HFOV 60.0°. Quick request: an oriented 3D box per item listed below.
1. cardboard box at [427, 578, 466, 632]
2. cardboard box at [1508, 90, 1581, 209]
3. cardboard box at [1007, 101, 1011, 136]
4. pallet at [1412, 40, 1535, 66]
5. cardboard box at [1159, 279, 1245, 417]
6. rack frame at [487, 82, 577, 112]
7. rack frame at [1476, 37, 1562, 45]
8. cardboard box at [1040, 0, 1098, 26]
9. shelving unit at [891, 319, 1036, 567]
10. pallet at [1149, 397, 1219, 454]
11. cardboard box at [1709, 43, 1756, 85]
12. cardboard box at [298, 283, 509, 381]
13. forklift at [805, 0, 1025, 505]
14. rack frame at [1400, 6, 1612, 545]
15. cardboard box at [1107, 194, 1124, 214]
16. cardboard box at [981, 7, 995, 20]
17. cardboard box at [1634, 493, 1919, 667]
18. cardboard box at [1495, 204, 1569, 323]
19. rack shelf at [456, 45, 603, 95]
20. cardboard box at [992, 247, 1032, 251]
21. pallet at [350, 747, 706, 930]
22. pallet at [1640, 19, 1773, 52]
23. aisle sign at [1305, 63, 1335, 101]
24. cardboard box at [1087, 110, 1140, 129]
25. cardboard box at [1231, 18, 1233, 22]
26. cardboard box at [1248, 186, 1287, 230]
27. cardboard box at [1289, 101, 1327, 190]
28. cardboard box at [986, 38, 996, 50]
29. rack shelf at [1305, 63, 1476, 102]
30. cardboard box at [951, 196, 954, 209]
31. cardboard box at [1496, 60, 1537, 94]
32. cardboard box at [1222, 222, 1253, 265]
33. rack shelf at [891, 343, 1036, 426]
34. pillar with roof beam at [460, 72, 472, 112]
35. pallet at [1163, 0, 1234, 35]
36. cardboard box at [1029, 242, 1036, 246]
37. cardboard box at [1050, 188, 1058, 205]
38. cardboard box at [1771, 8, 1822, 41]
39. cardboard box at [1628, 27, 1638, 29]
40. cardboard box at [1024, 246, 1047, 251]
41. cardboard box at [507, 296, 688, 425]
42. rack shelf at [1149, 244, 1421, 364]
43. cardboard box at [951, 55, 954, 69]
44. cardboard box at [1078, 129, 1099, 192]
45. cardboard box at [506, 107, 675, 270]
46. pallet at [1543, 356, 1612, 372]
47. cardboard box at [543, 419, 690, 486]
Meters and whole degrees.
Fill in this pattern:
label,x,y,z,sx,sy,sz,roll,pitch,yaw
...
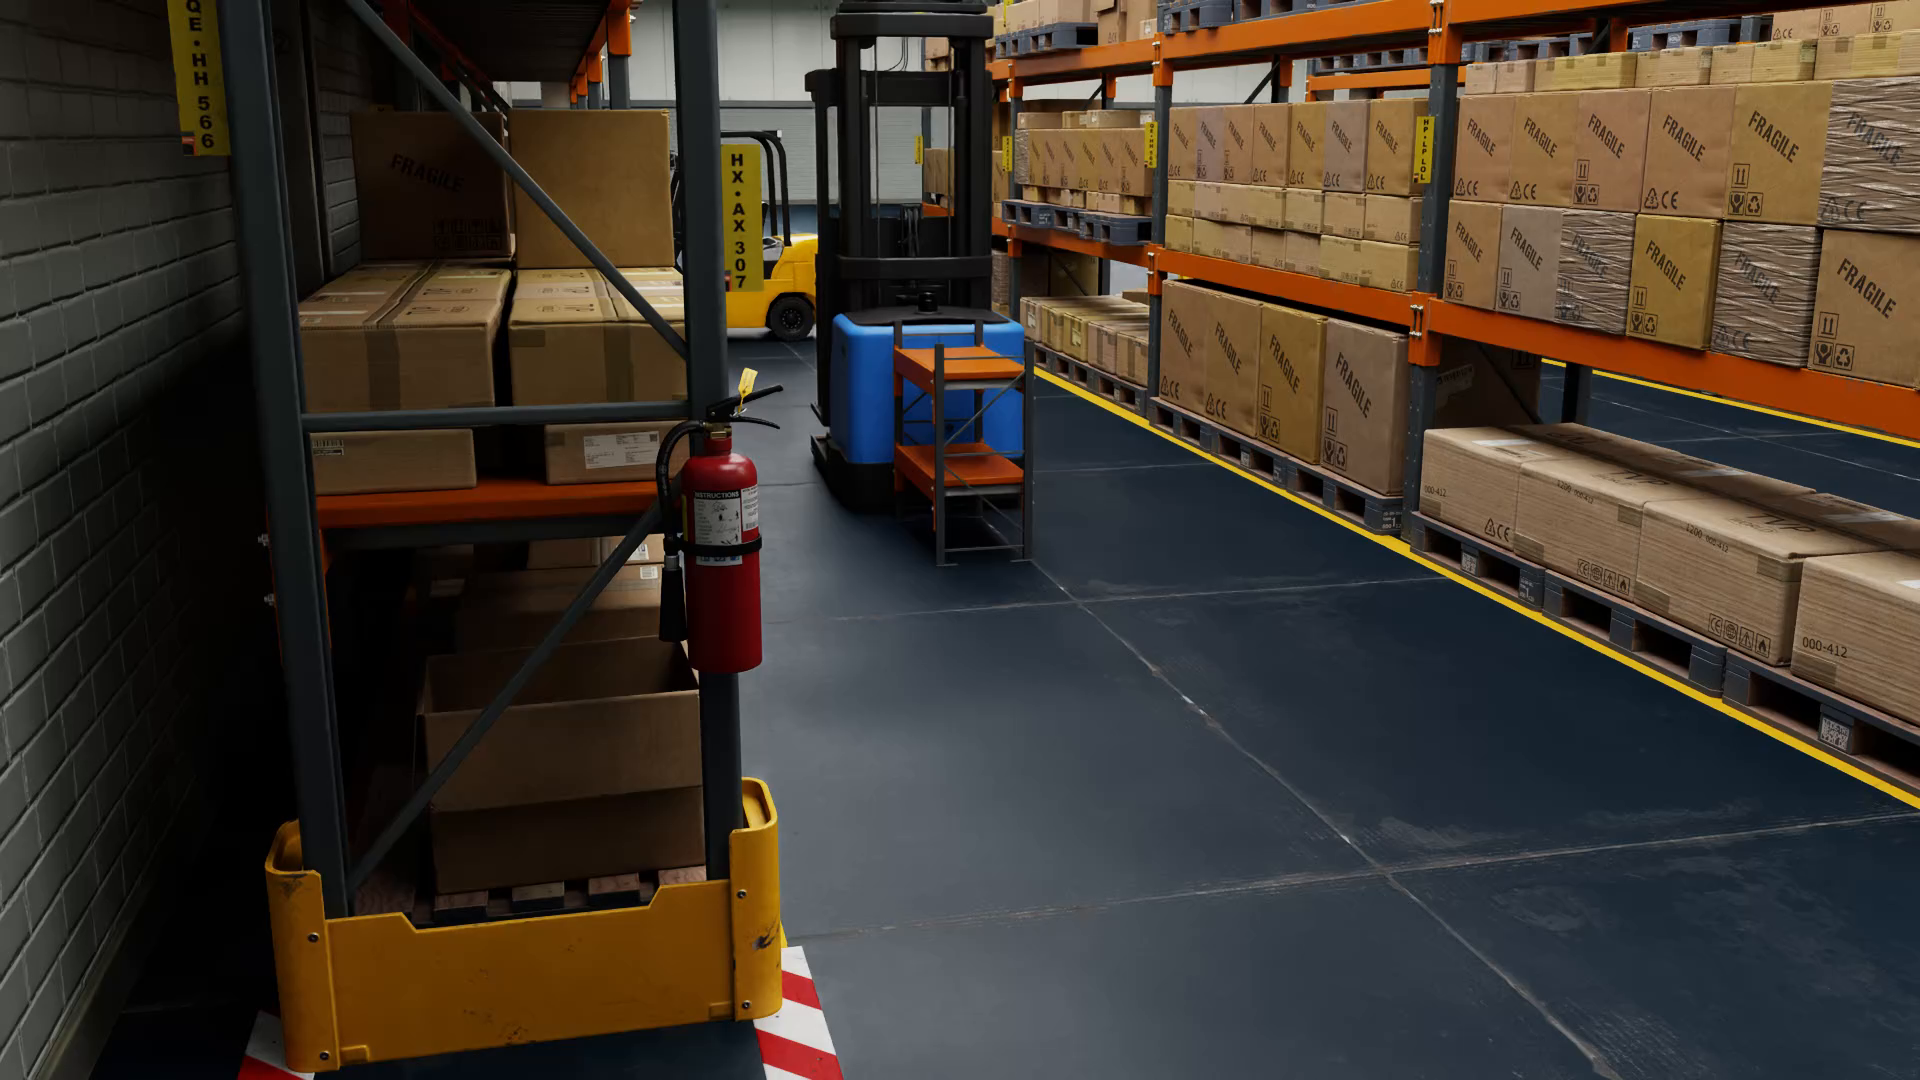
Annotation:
label,x,y,z,sx,sy,sz,roll,pitch,yaw
cardboard box,-1.934,0.253,6.693,0.380,0.149,0.250,-3,14,-14
cardboard box,2.851,-1.765,7.514,0.500,0.500,0.500,-3,14,-14
cardboard box,0.901,-4.345,17.448,0.700,0.500,0.500,-4,14,-14
pallet,5.589,-5.219,17.836,1.003,0.211,1.213,-3,14,-13
cardboard box,2.004,-1.402,11.936,0.875,0.875,0.875,-3,14,-14
rack frame,-4.780,-3.962,18.823,1.000,3.000,0.127,-3,14,-13
rack frame,5.771,-6.530,16.694,1.000,3.000,0.127,-3,14,-13
cardboard box,0.991,-4.516,14.201,0.500,0.250,0.500,-3,14,-14
shelving unit,0.002,-0.545,8.787,0.538,1.125,1.048,-3,14,-13
pallet,2.035,-0.853,11.974,1.003,0.211,1.213,-3,14,-13
cardboard box,3.127,-1.822,6.381,0.380,0.149,0.250,-3,14,-11
cardboard box,-1.508,-0.553,4.558,0.500,0.250,0.500,-3,14,-13
forklift,-0.388,-1.923,10.624,1.130,2.935,3.031,-3,14,-10
rack frame,2.862,-1.471,8.628,1.000,3.000,0.127,-3,14,-13
cardboard box,1.381,-2.652,13.105,0.380,0.149,0.250,-3,14,-14
cardboard box,0.399,-5.273,16.720,0.380,0.149,0.250,-3,14,-12
cardboard box,3.327,0.135,6.567,0.875,0.438,0.875,-3,14,-12
cardboard box,2.832,-1.280,7.637,0.500,0.500,0.500,-3,14,-13
rack shelf,-3.371,-3.685,12.887,1.077,0.370,4.000,-3,14,-13
cardboard box,0.463,-2.788,17.346,0.500,0.500,0.500,-3,14,-12
pallet,-1.228,0.883,4.870,1.003,0.211,1.213,-3,14,-13
pallet,6.508,-4.204,13.892,1.213,0.211,1.003,-3,14,-11
aisle sign,4.524,-5.801,20.873,0.394,0.787,0.004,-3,14,-13
cardboard box,1.265,-3.468,13.711,0.380,0.149,0.250,-4,14,-16
cardboard box,2.014,-3.811,12.415,0.380,0.149,0.250,-3,14,-13
cardboard box,2.134,-2.080,10.385,0.500,0.250,0.500,-3,14,-12
cardboard box,2.285,-2.331,9.832,0.500,0.500,0.500,-3,14,-11
cardboard box,0.499,-5.049,16.641,0.500,0.250,0.500,-4,14,-14
rack shelf,5.302,-5.185,19.024,1.077,0.370,4.000,-3,14,-13
cardboard box,0.088,-3.785,18.630,0.380,0.149,0.250,-3,14,-12
cardboard box,2.760,-2.175,7.825,0.380,0.149,0.250,-3,14,-12
cardboard box,2.049,-1.955,10.925,0.500,0.250,0.500,-3,14,-11
rack shelf,0.002,-0.829,8.718,0.538,0.278,1.000,-3,14,-13
pillar with roof beam,-2.717,-8.289,23.895,9.100,9.000,0.400,-3,14,-13
pallet,2.126,-3.614,11.475,1.213,0.211,1.003,-3,14,-11
cardboard box,0.948,-3.228,17.781,0.380,0.149,0.250,-2,14,-10
cardboard box,1.017,-3.072,14.827,0.380,0.149,0.250,-3,14,-12
cardboard box,6.586,-4.052,12.662,0.500,0.500,0.500,-3,14,-13
cardboard box,6.005,-4.817,15.189,0.396,0.266,0.258,-3,14,-13
cardboard box,0.970,-2.823,17.491,0.500,0.500,0.500,-3,14,-11
cardboard box,-0.867,-0.462,4.187,0.500,0.250,0.500,-3,14,-13
rack shelf,2.393,-1.583,10.602,1.077,0.370,4.000,-3,14,-13
cardboard box,0.114,-5.182,18.026,0.380,0.149,0.250,-3,14,-13
cardboard box,1.294,-3.115,13.635,0.500,0.500,0.500,-4,14,-17
cardboard box,-1.219,-1.172,5.514,0.500,0.500,0.500,-3,14,-12
pallet,6.316,-1.805,15.872,1.003,0.211,1.213,-3,14,-13
cardboard box,-0.833,-0.240,4.117,0.380,0.149,0.250,-3,14,-14
